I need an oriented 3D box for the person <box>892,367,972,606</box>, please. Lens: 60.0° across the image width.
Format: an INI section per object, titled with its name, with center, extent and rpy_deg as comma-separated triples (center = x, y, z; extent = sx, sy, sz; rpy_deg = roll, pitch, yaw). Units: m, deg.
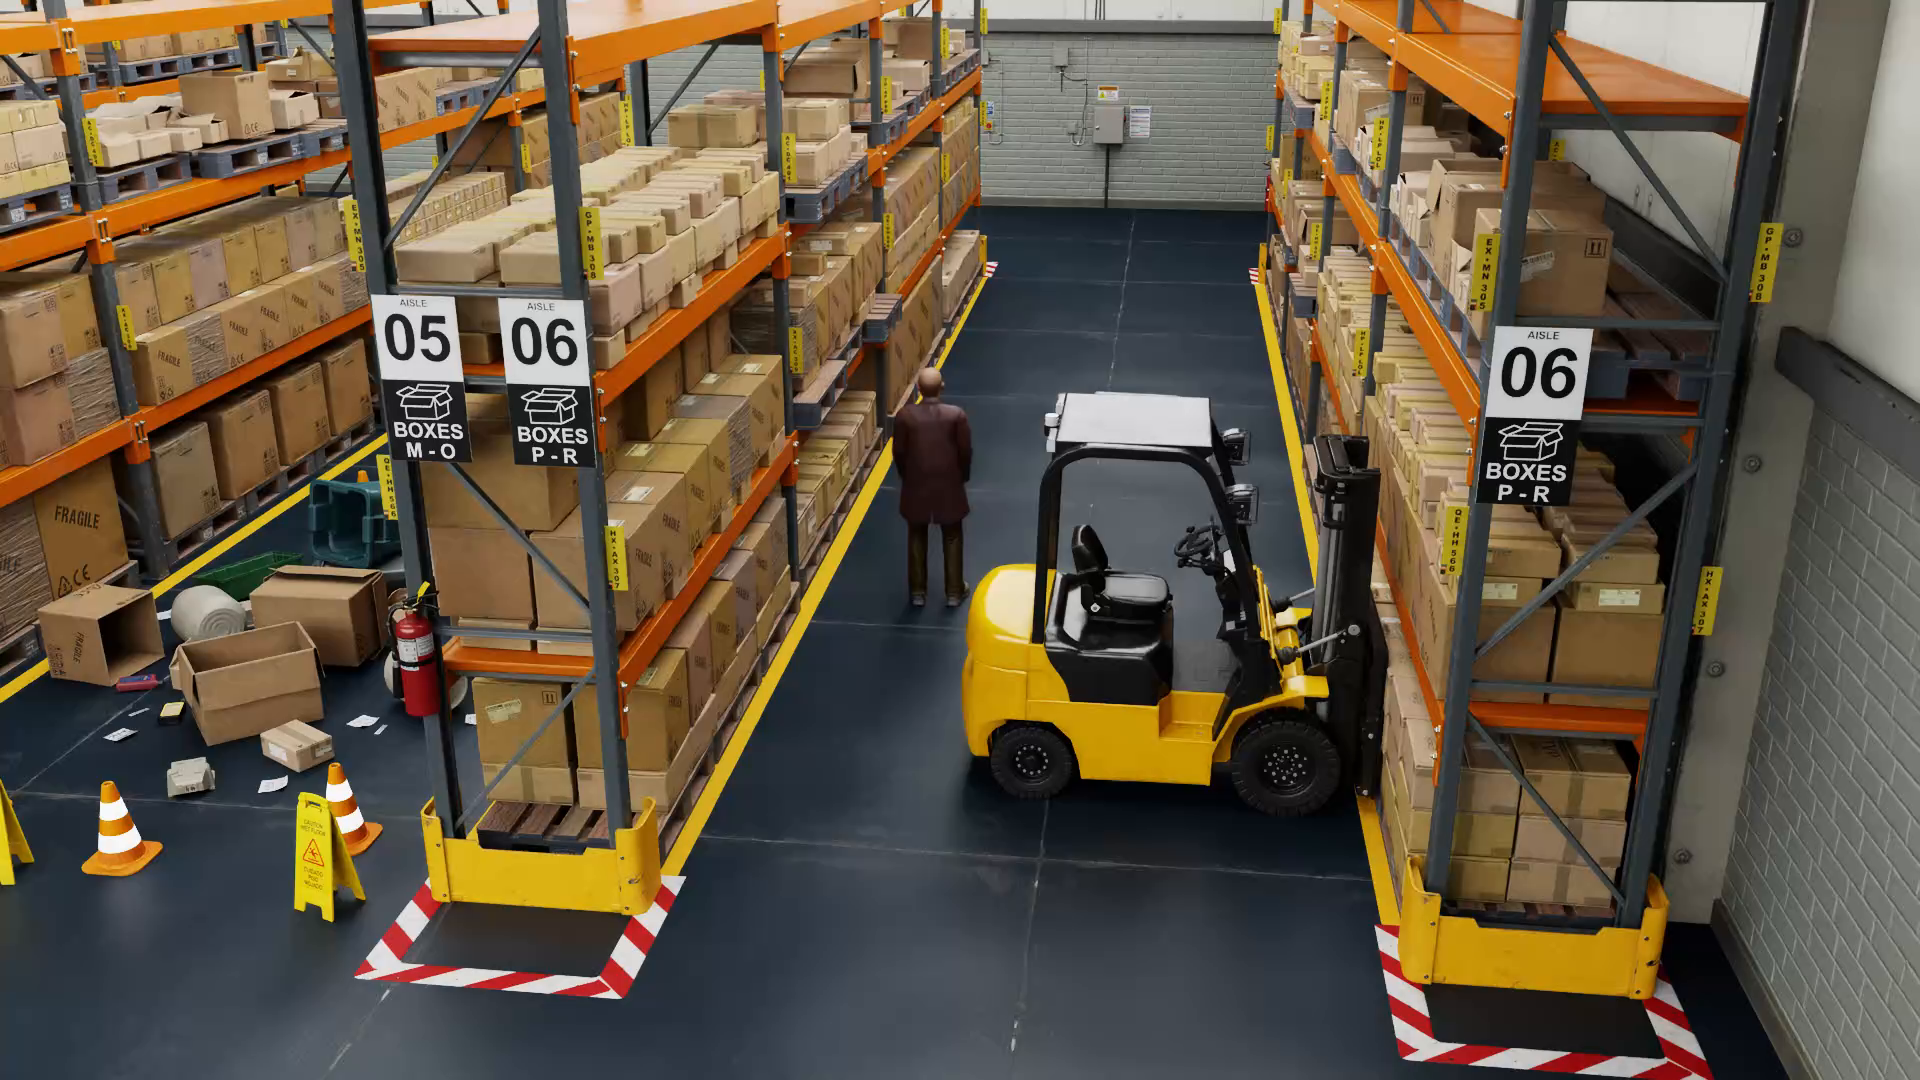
[person]
center = -0.197, -0.393, 12.124
extent = 0.583, 1.780, 0.424
rpy_deg = 2, 21, 4
